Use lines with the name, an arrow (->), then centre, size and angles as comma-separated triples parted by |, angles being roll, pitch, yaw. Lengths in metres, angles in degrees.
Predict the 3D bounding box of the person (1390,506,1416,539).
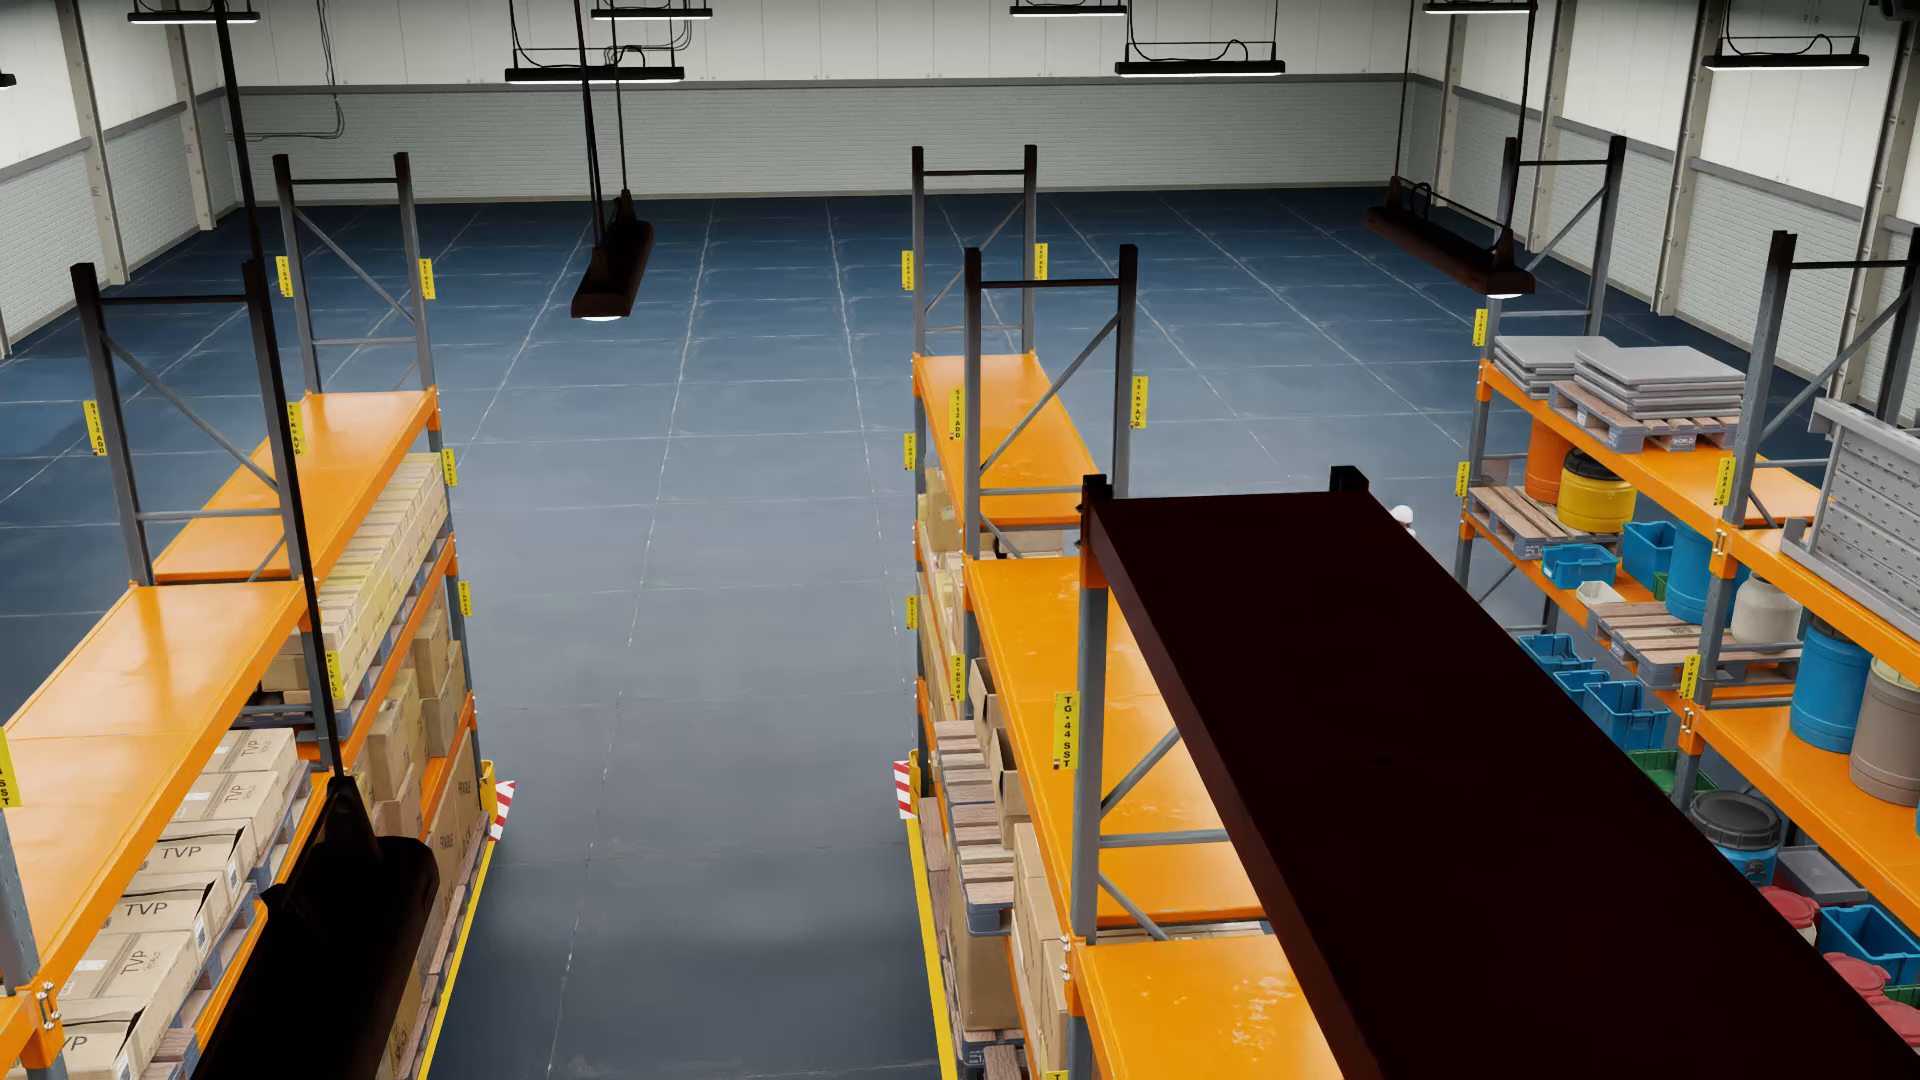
person -> 4.594, 0.423, 18.236 | 0.778, 1.778, 0.565 | 11, 24, 26
